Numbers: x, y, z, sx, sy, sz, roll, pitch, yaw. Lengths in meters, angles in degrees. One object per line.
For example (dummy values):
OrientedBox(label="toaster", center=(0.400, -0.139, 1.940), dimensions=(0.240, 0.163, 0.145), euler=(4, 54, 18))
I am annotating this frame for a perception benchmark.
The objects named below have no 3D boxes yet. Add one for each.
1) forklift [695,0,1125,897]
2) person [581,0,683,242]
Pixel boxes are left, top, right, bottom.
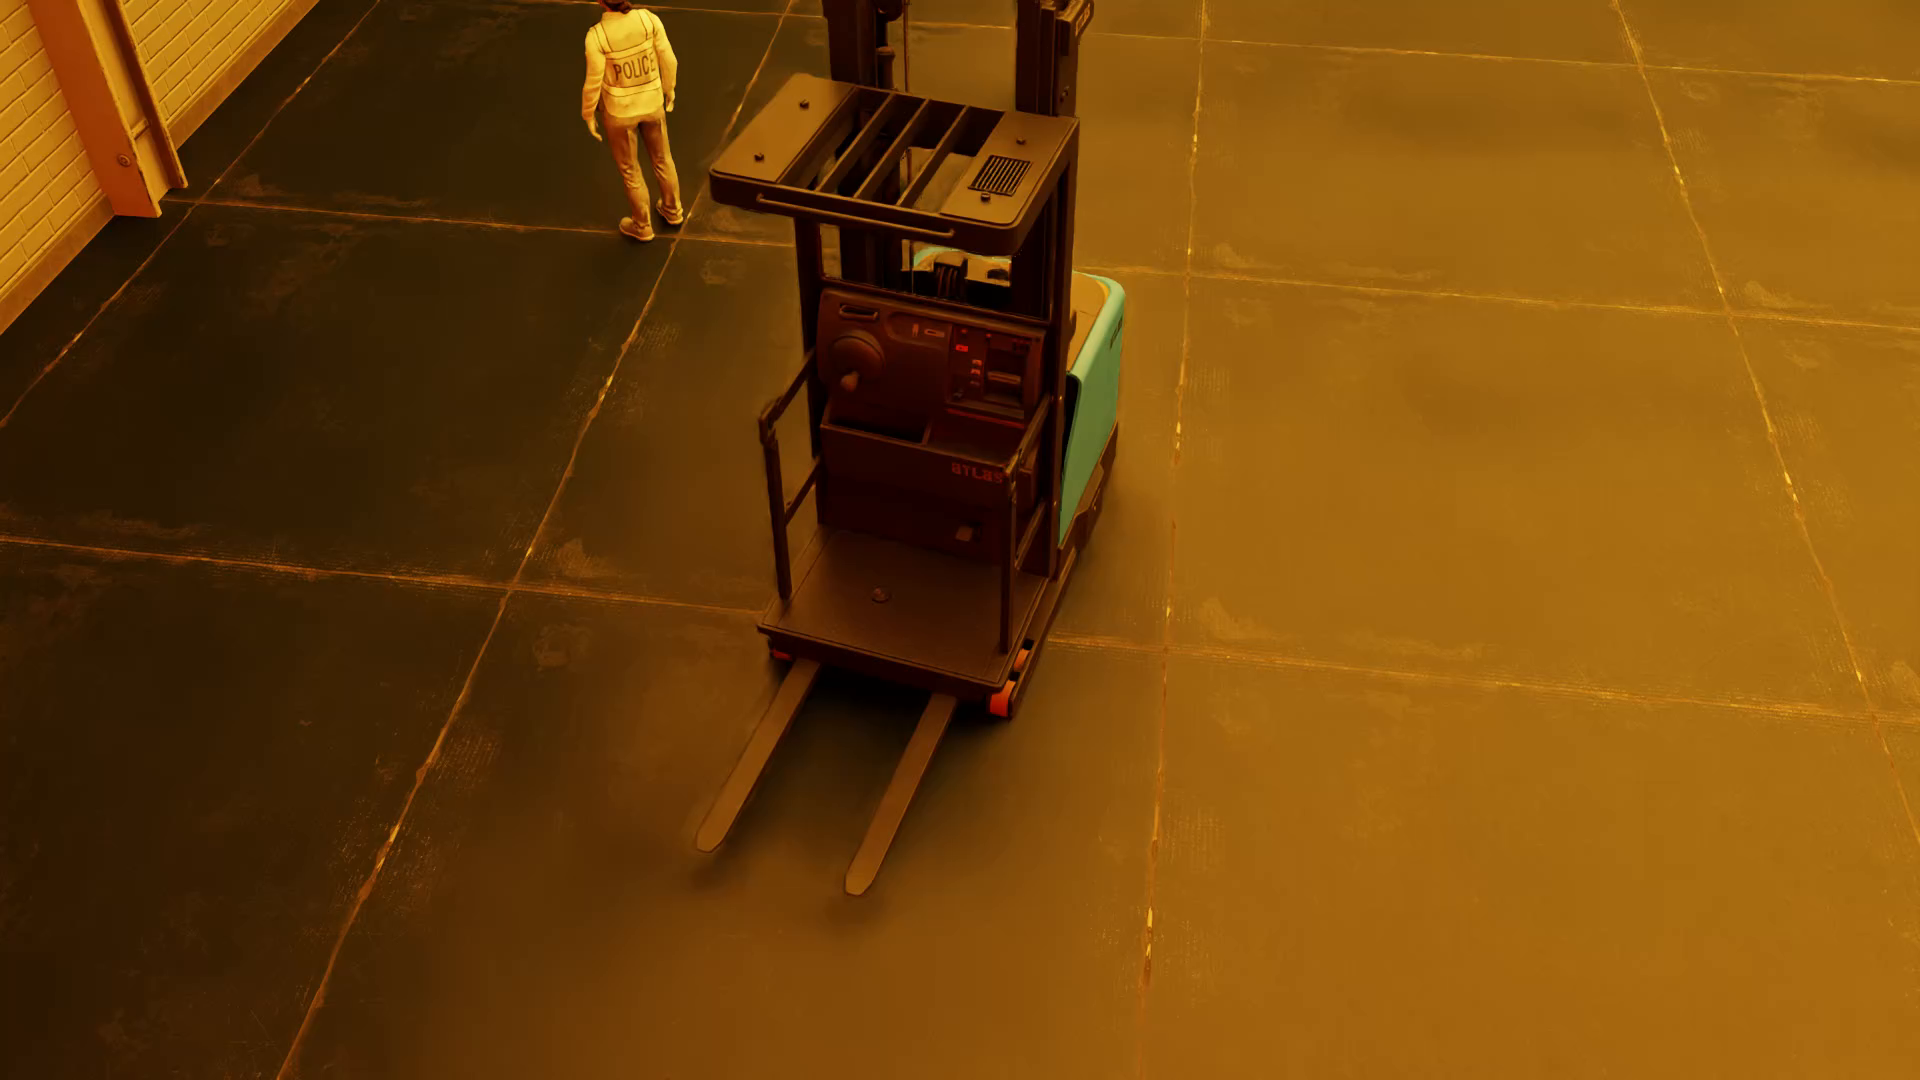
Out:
OrientedBox(label="forklift", center=(-0.193, -0.641, 6.423), dimensions=(1.130, 2.935, 3.031), euler=(13, 44, 14))
OrientedBox(label="person", center=(-1.858, -2.442, 9.297), dimensions=(0.574, 1.704, 0.504), euler=(-24, 48, -24))
